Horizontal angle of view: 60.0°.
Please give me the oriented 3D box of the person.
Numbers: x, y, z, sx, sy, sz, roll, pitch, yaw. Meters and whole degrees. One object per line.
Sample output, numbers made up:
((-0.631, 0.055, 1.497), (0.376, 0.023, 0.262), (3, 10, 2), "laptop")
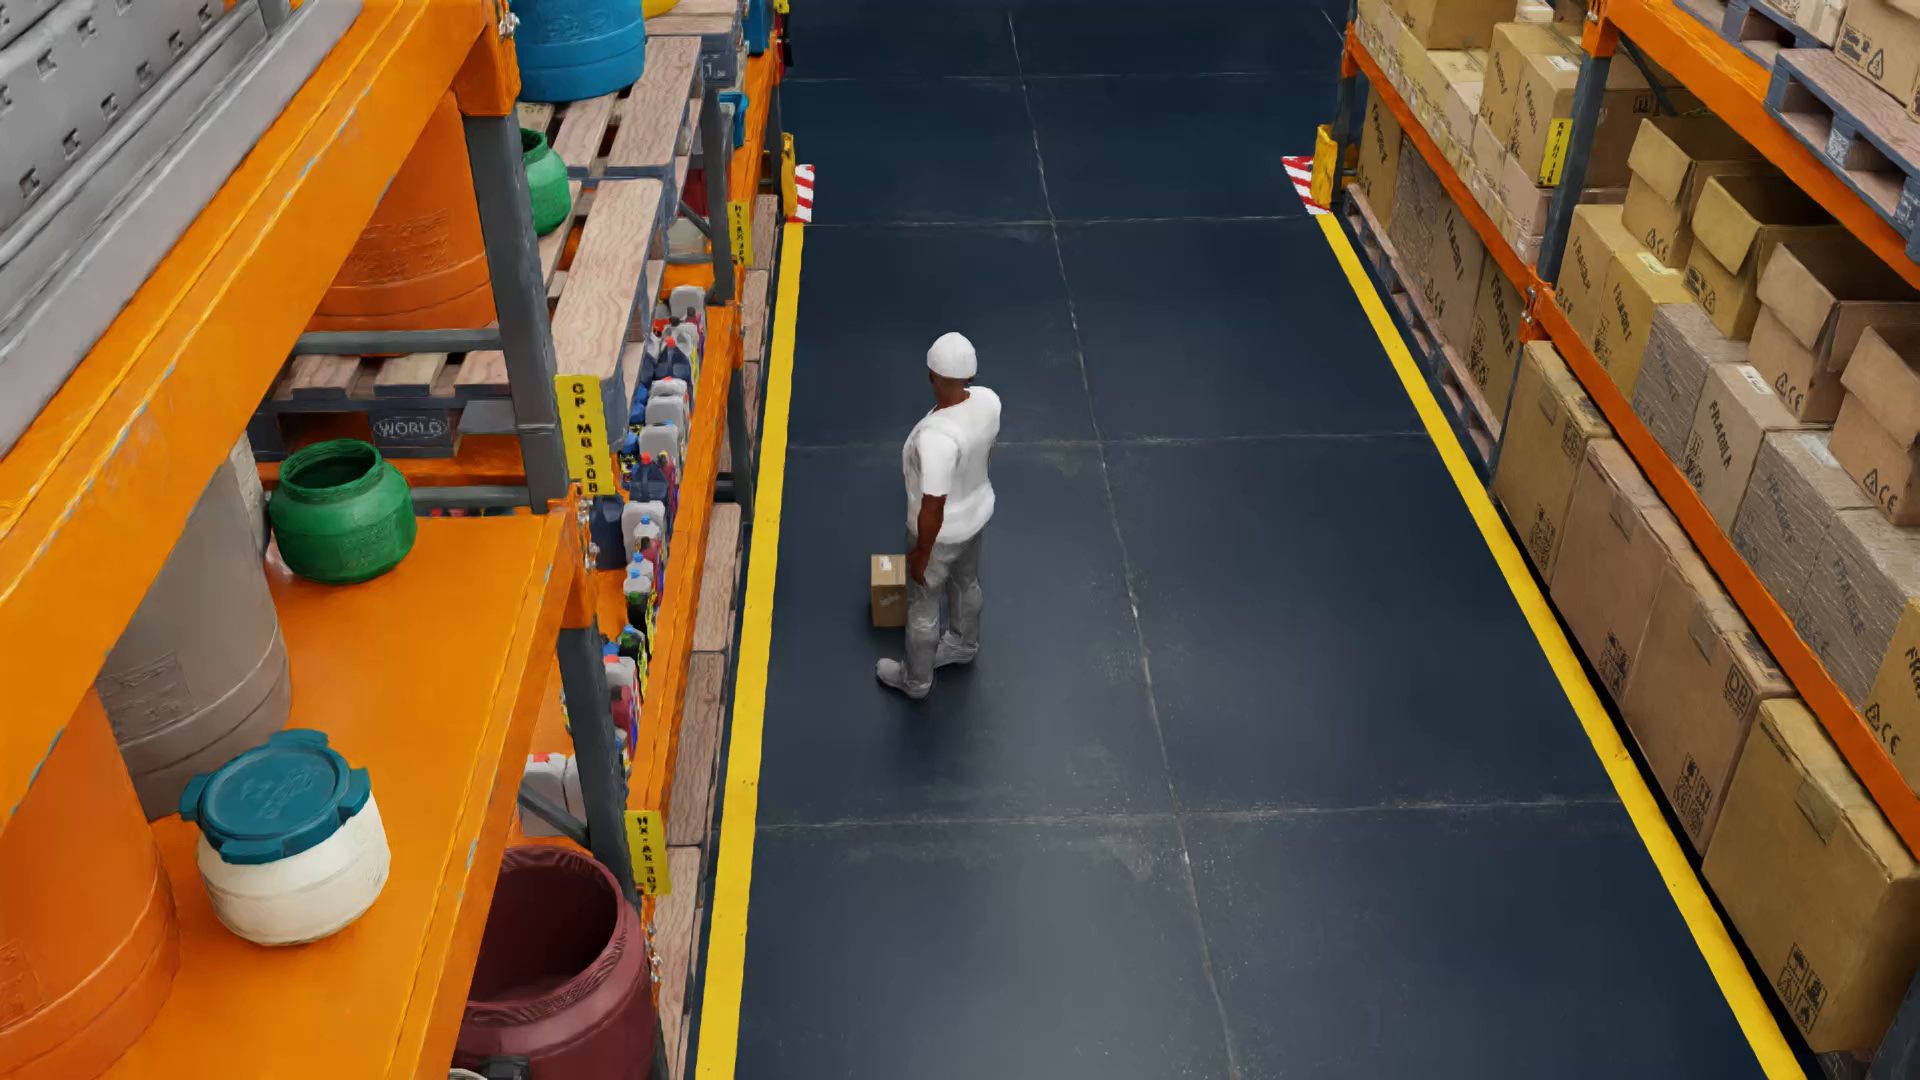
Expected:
((-0.105, -0.113, 7.259), (0.490, 1.767, 0.614), (20, 40, 26), "person")
